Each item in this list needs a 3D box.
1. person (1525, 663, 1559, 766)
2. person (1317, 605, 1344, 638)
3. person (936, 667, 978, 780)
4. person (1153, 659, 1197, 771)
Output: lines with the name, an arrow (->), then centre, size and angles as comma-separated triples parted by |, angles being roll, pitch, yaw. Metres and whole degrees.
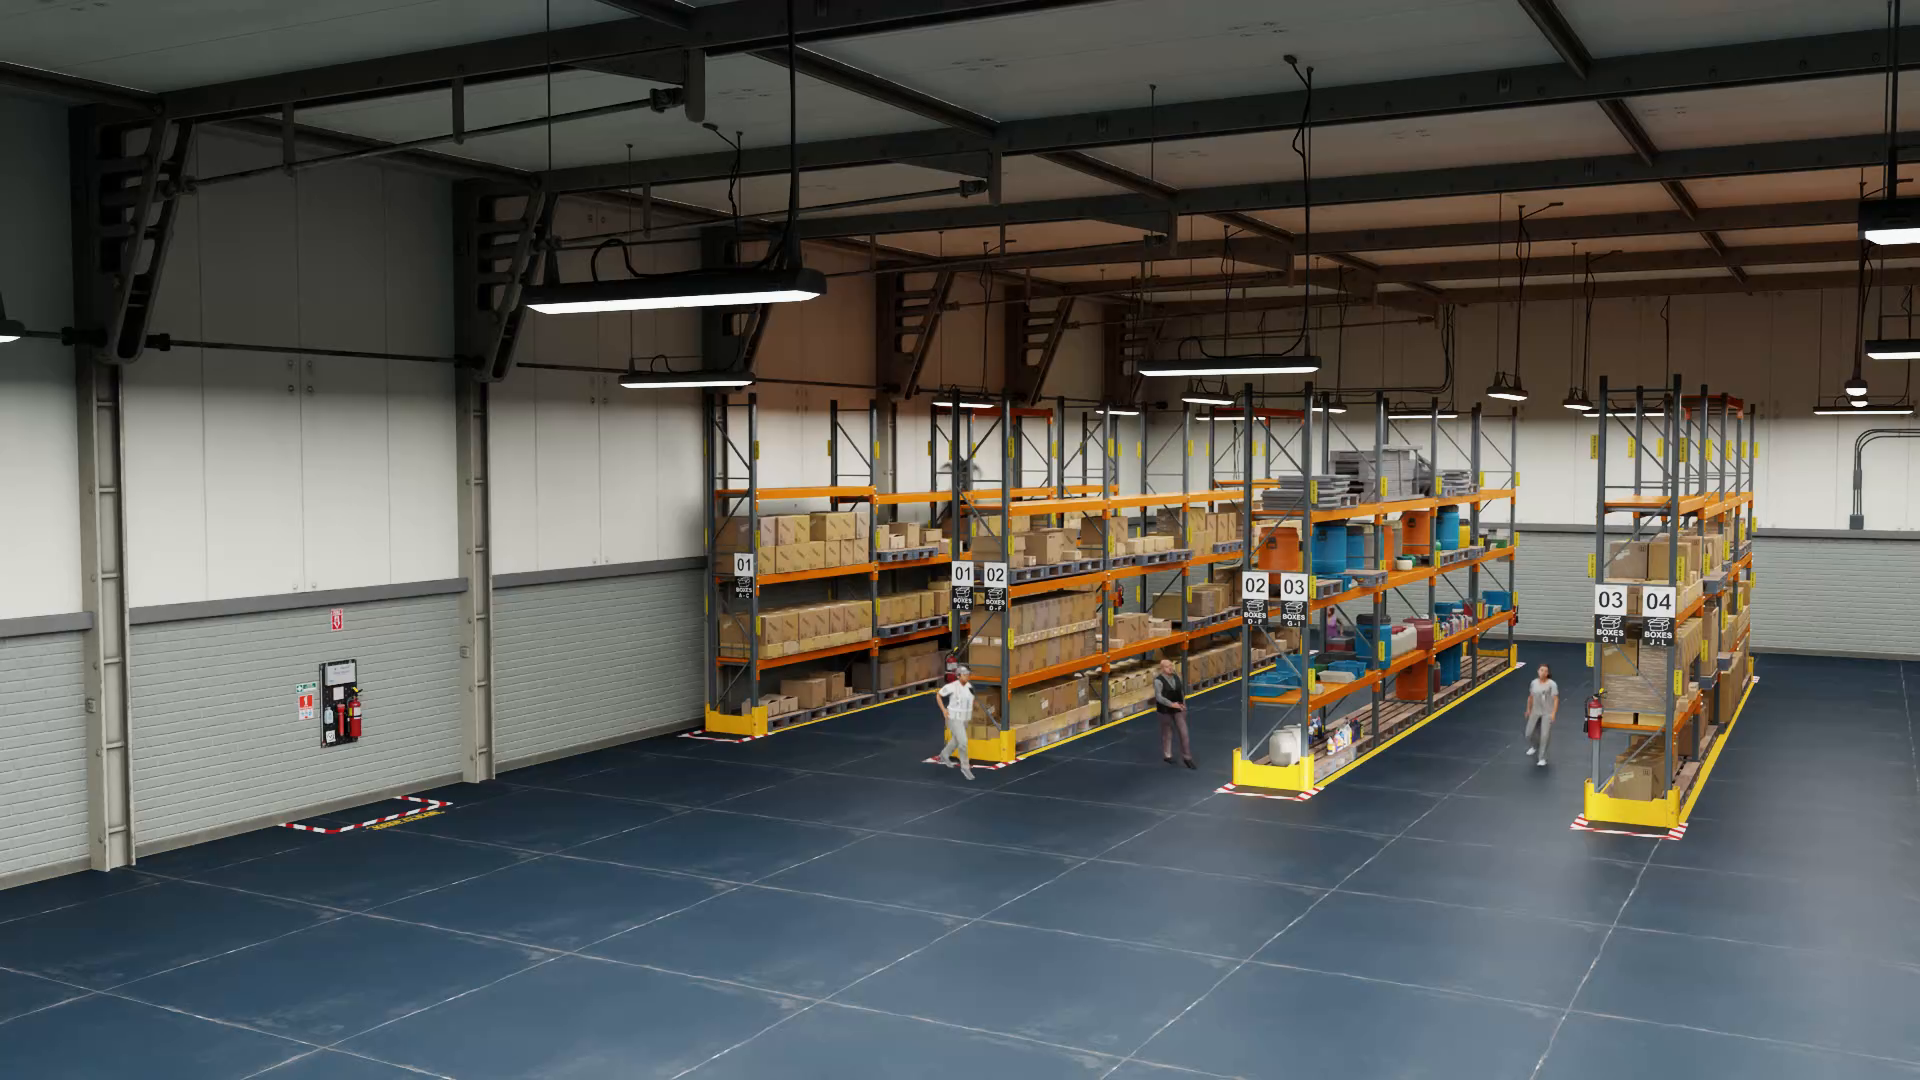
person -> 9.267, 2.752, 26.446 | 0.614, 1.638, 0.644 | 3, 4, 41
person -> 8.078, 2.224, 36.286 | 0.533, 1.626, 0.823 | 2, 3, 27
person -> -0.062, 2.792, 25.615 | 0.910, 1.708, 0.636 | 3, 4, 44
person -> 3.324, 2.734, 26.121 | 0.639, 1.721, 0.719 | -1, 3, -18
